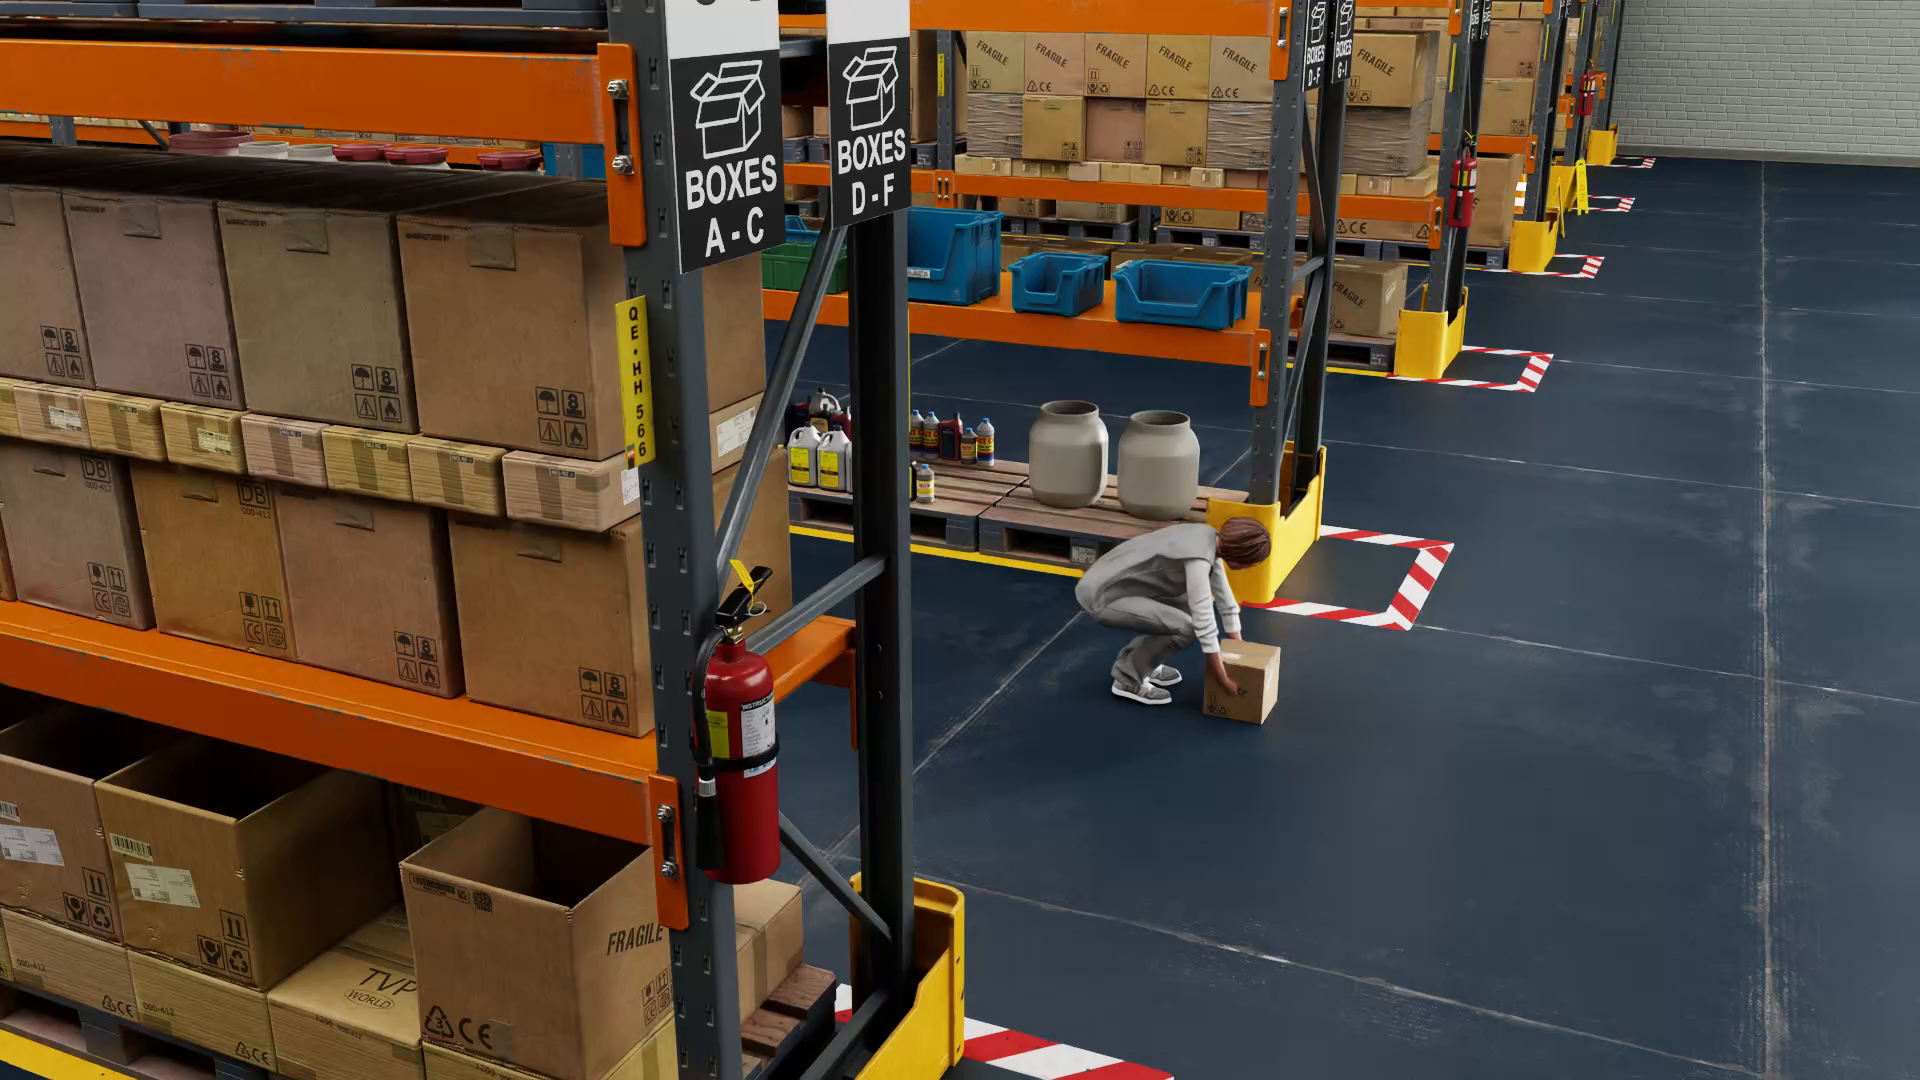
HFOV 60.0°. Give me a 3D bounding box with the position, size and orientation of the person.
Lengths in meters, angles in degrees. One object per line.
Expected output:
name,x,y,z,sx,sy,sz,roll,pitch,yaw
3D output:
person,0.885,0.272,6.992,0.800,0.816,0.434,8,21,23
